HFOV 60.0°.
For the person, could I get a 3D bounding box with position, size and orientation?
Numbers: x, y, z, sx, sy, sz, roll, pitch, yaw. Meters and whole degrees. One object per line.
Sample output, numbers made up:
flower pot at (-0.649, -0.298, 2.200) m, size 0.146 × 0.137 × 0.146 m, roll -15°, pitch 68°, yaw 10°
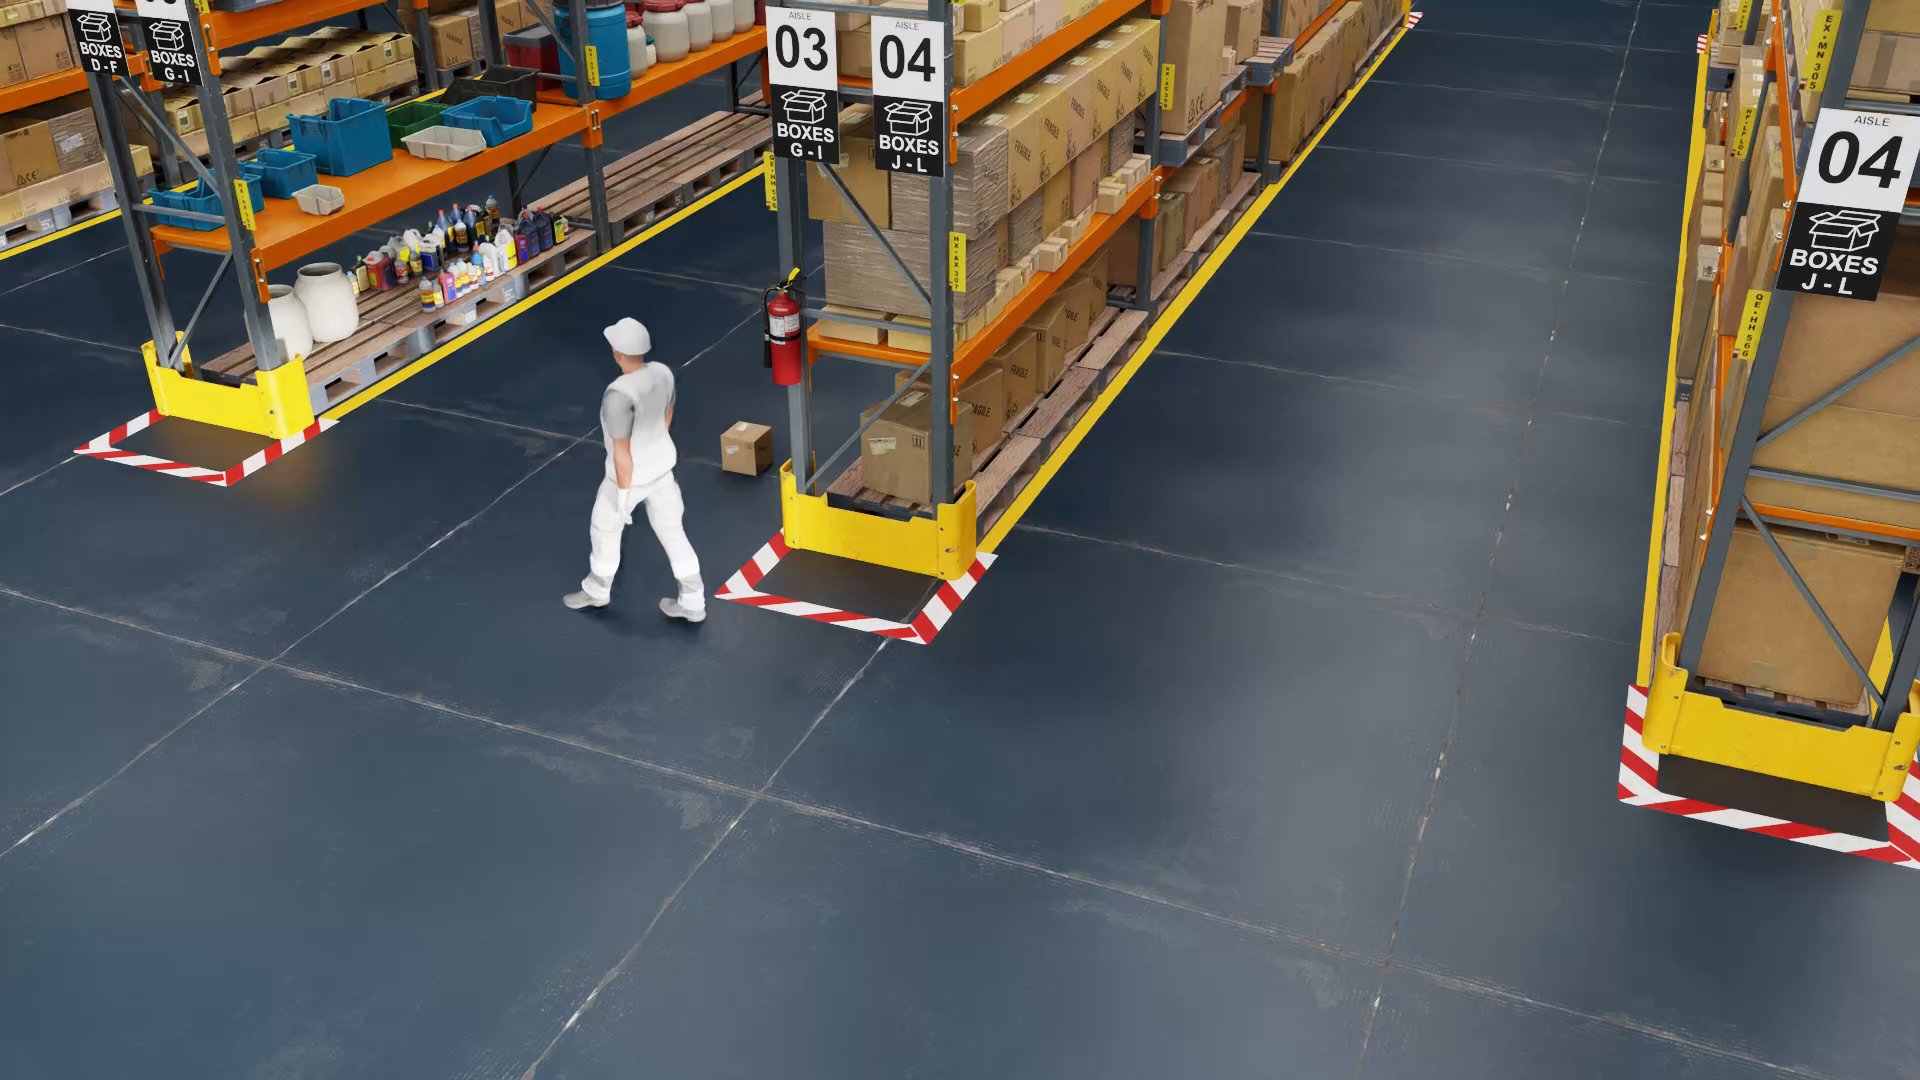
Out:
person at (-1.811, -0.394, 9.052) m, size 0.846 × 1.776 × 0.582 m, roll 17°, pitch 34°, yaw 28°
